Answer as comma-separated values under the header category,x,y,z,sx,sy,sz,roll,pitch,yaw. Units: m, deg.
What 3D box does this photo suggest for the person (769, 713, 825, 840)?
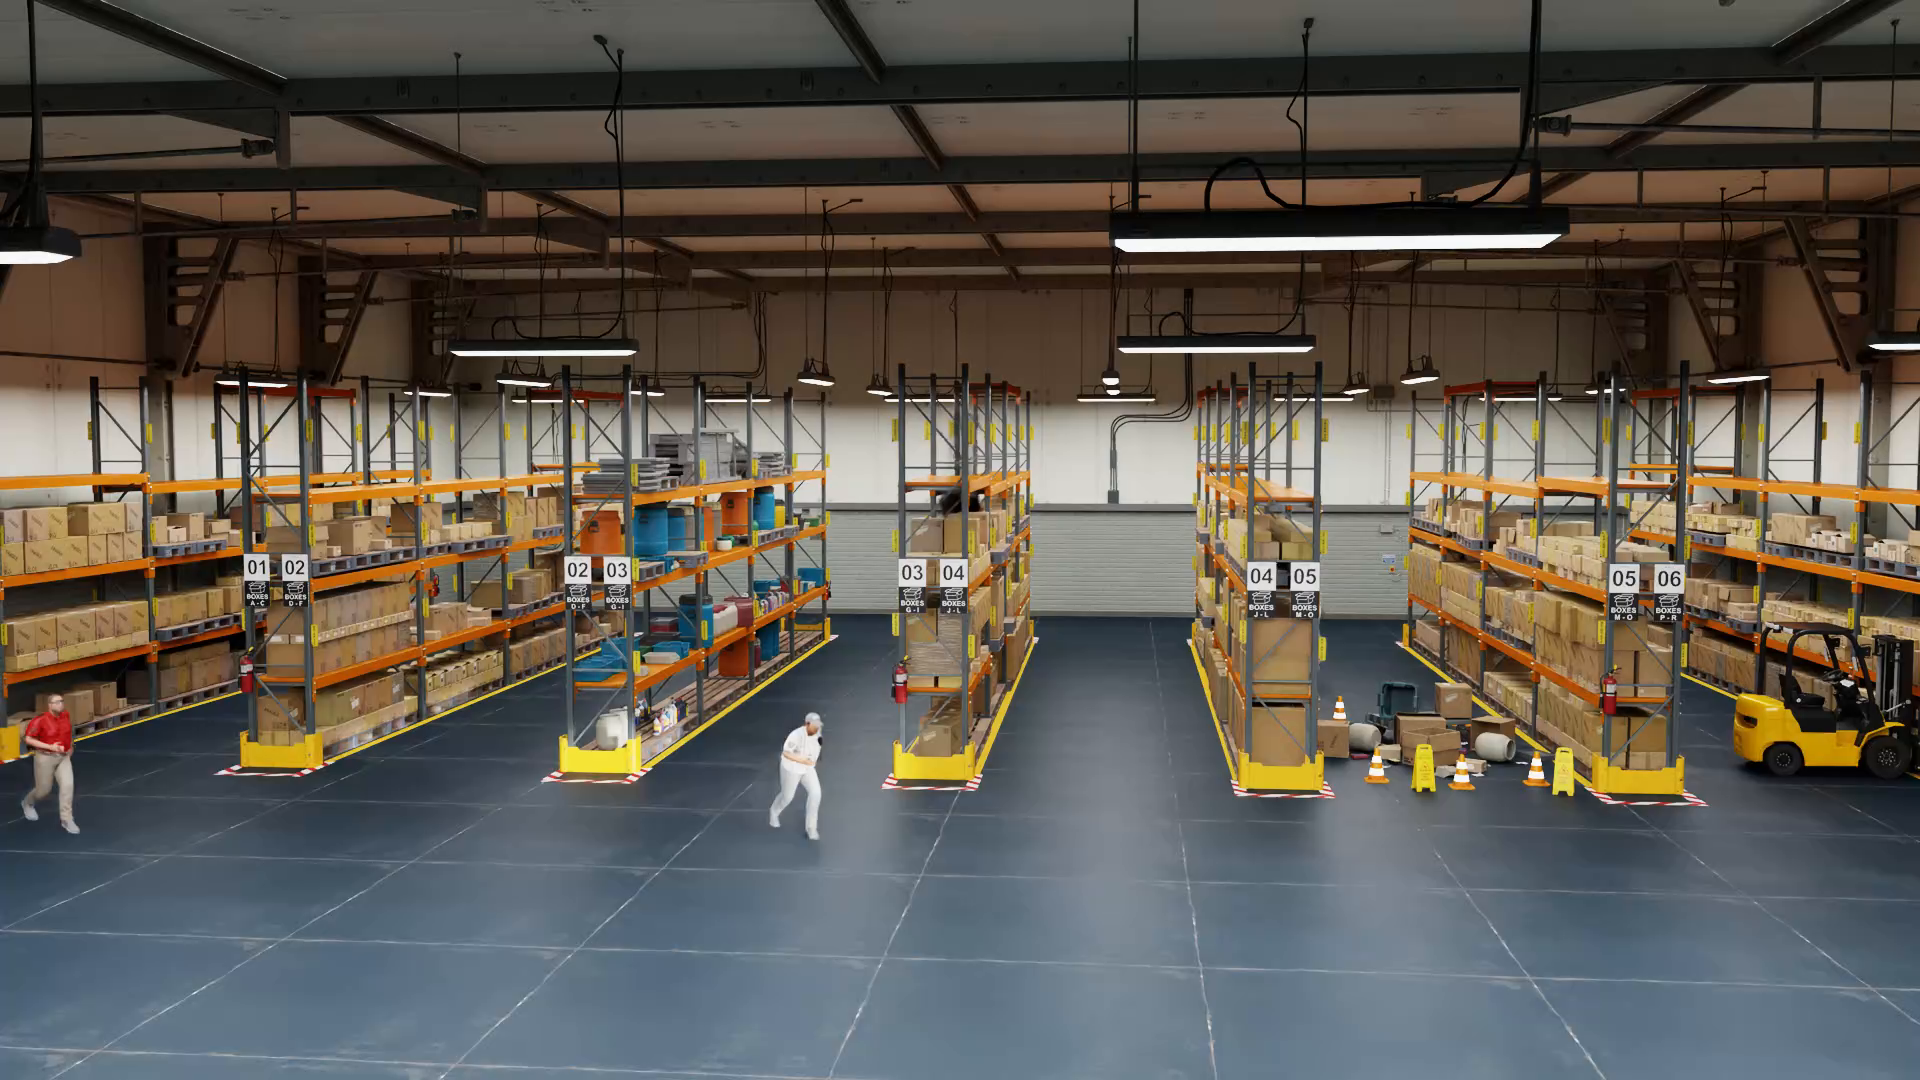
category,x,y,z,sx,sy,sz,roll,pitch,yaw
person,-2.026,2.916,20.731,0.649,1.627,1.030,-3,5,-43

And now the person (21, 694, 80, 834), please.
category,x,y,z,sx,sy,sz,roll,pitch,yaw
person,-11.485,2.802,21.004,1.025,1.734,0.685,2,4,26
